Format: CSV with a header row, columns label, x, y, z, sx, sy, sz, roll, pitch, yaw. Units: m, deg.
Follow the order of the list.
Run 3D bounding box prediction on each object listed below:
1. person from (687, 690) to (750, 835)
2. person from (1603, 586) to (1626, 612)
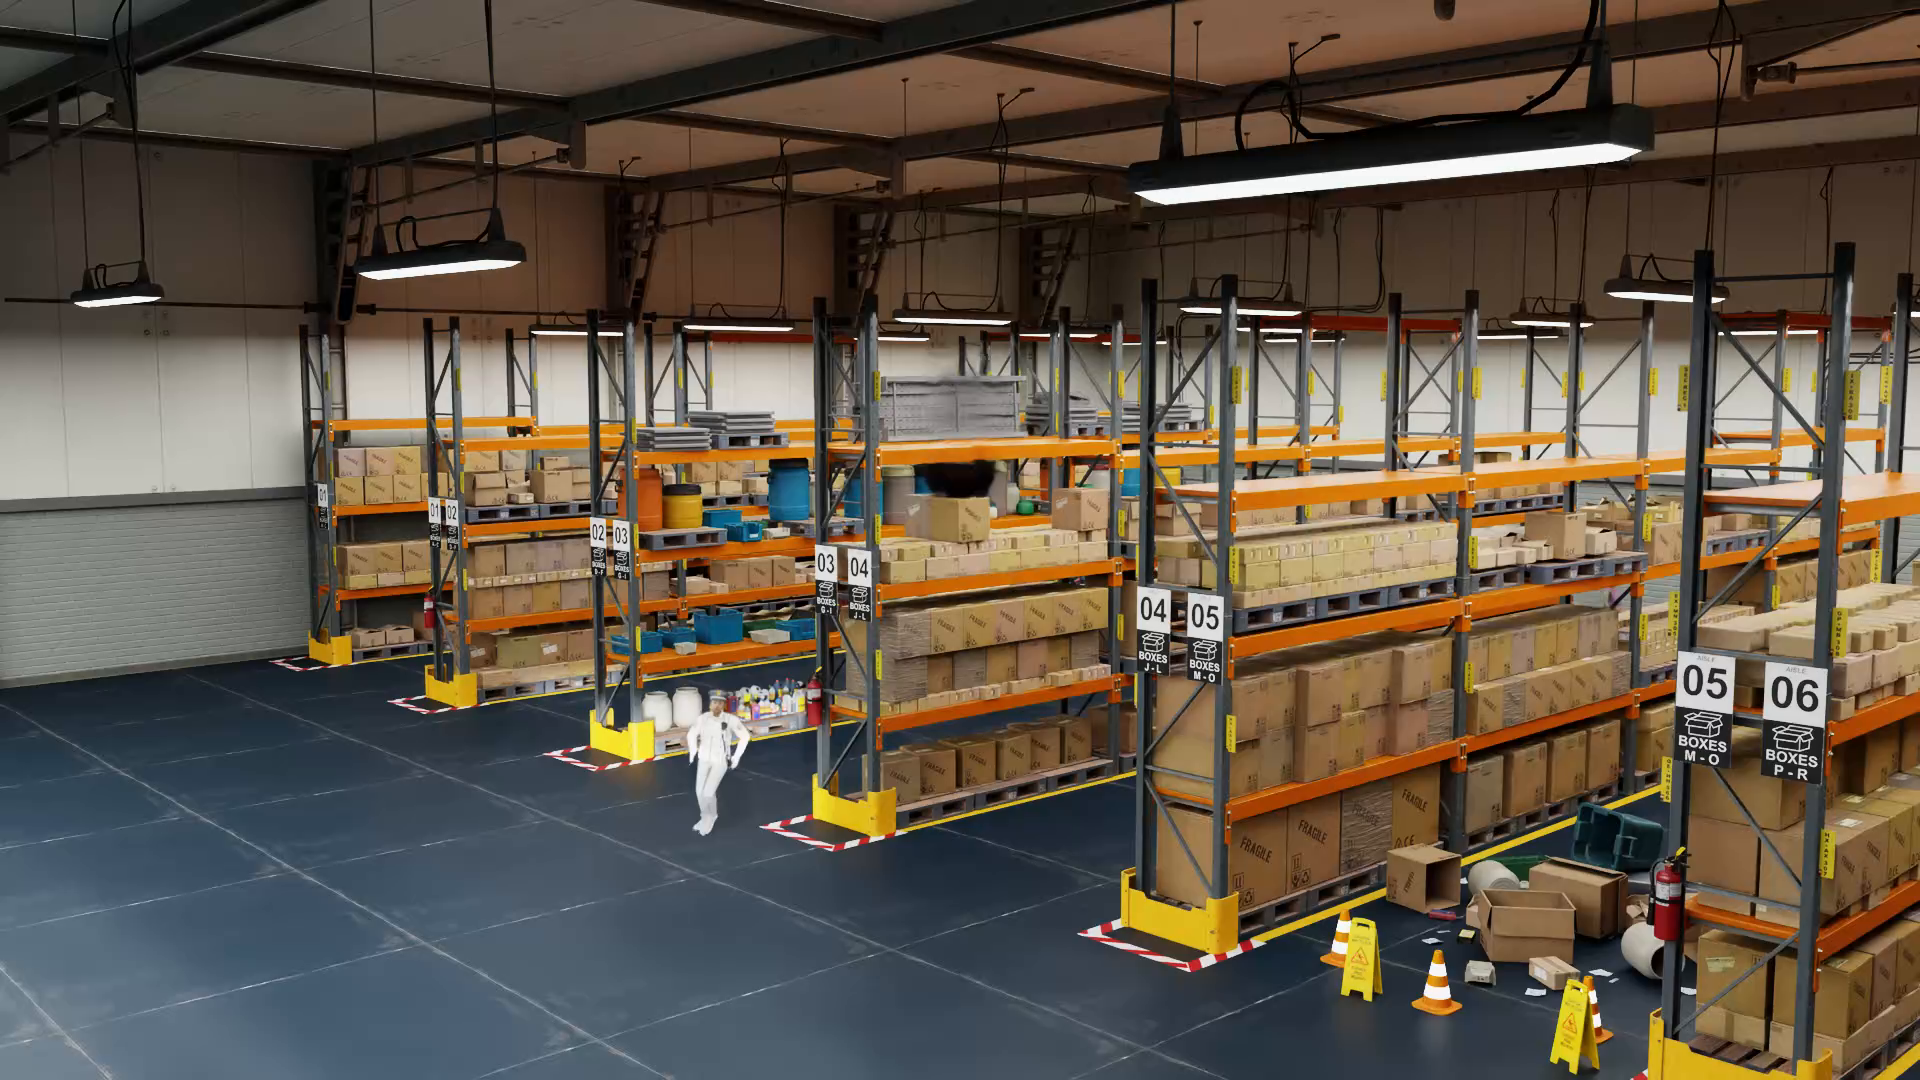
label,x,y,z,sx,sy,sz,roll,pitch,yaw
person,-2.736,2.474,18.553,0.677,1.653,0.604,2,6,16
person,11.660,1.424,29.714,0.551,1.590,0.773,-4,7,-35
